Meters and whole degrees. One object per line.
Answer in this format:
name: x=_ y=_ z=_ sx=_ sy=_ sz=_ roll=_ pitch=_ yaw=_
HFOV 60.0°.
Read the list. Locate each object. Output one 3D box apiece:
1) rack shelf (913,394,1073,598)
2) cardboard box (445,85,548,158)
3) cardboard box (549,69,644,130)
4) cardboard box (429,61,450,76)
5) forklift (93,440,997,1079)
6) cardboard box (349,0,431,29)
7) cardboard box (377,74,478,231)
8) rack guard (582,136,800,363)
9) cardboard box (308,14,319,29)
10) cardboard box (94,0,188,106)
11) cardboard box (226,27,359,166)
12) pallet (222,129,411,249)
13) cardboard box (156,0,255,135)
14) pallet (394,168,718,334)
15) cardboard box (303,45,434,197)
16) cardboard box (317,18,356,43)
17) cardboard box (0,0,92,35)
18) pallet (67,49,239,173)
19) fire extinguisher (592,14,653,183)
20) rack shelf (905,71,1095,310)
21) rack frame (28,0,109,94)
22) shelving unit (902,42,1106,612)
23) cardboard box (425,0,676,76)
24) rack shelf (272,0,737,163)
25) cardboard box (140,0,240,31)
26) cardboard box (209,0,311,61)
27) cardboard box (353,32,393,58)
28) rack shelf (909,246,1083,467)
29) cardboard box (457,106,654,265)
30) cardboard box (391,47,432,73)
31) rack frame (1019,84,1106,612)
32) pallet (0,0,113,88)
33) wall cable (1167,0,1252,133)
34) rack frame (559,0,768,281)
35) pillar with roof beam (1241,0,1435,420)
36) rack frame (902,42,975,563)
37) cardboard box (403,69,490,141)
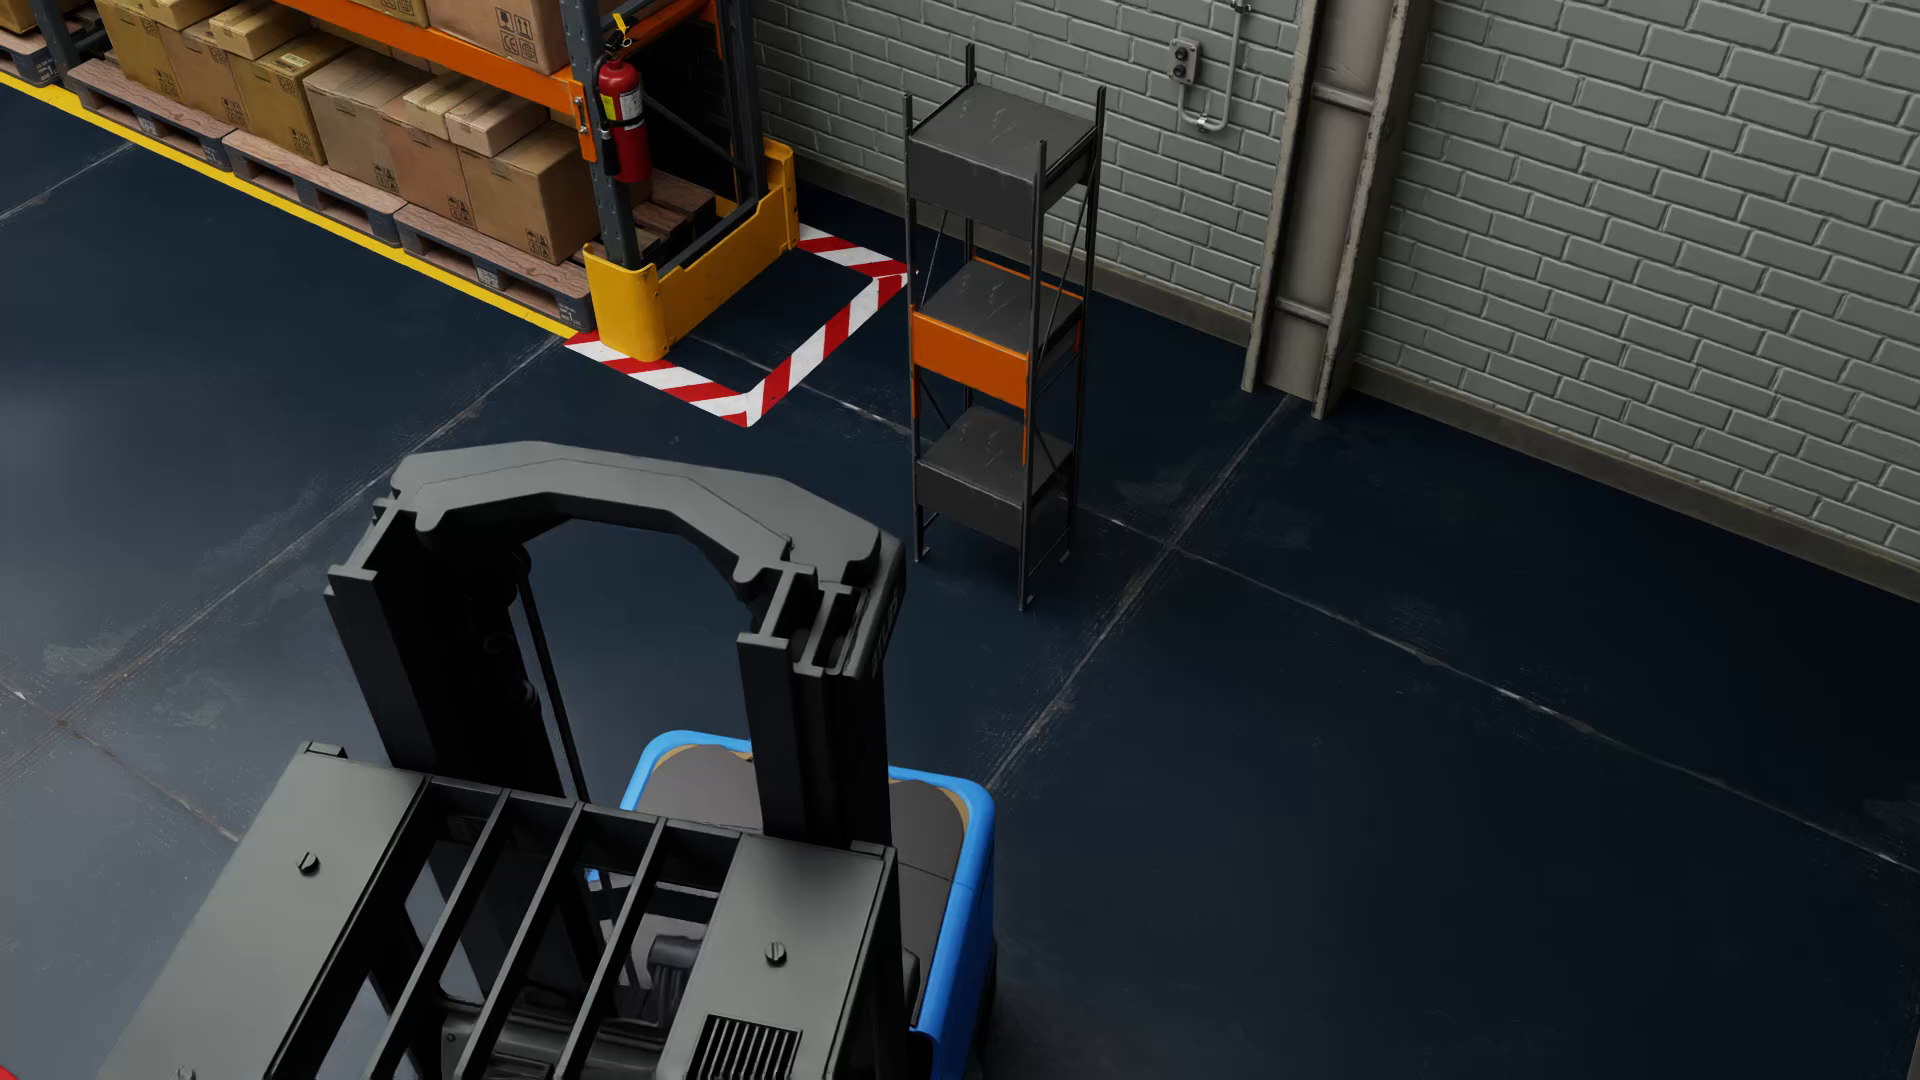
rack shelf: x=0.139 y=-0.170 z=6.446 sx=0.480 sy=0.518 sz=0.431 roll=25 pitch=51 yaw=22
cardboard box: x=-2.091 y=-1.911 z=7.513 sx=0.250 sy=0.149 sz=0.380 roll=24 pitch=51 yaw=22
cardboard box: x=-1.672 y=-2.044 z=7.642 sx=0.250 sy=0.149 sz=0.380 roll=25 pitch=51 yaw=22
cardboard box: x=-2.309 y=-2.336 z=7.927 sx=0.250 sy=0.149 sz=0.380 roll=25 pitch=51 yaw=22
forklift: x=-0.698 y=1.363 z=3.382 sx=1.130 sy=2.935 sz=3.031 roll=9 pitch=46 yaw=8
cardboard box: x=-2.295 y=-2.830 z=7.199 sx=0.700 sy=0.700 sz=0.980 roll=24 pitch=51 yaw=22
cardboard box: x=-2.306 y=-1.939 z=7.993 sx=0.500 sy=0.500 sz=0.700 roll=25 pitch=51 yaw=22
rack guard: x=-1.221 y=-1.379 z=7.741 sx=0.348 sy=0.500 sz=1.175 roll=25 pitch=51 yaw=22
cardboard box: x=-3.170 y=-2.731 z=8.310 sx=0.250 sy=0.149 sz=0.380 roll=25 pitch=51 yaw=22
cardboard box: x=-4.034 y=-2.732 z=8.763 sx=0.500 sy=0.500 sz=0.700 roll=25 pitch=51 yaw=23
cardboard box: x=-3.183 y=-2.335 z=8.378 sx=0.500 sy=0.500 sz=0.700 roll=26 pitch=51 yaw=23
pallet: x=-2.980 y=-2.023 z=8.568 sx=1.213 sy=0.211 sz=1.003 roll=25 pitch=51 yaw=22
cardboard box: x=-3.613 y=-2.535 z=8.572 sx=0.500 sy=0.500 sz=0.700 roll=24 pitch=51 yaw=22
pallet: x=-1.957 y=-1.550 z=8.109 sx=1.213 sy=0.211 sz=1.003 roll=25 pitch=51 yaw=22
cardboard box: x=-2.730 y=-2.133 z=8.181 sx=0.500 sy=0.500 sz=0.700 roll=23 pitch=50 yaw=21
cardboard box: x=-2.953 y=-2.632 z=8.214 sx=0.250 sy=0.149 sz=0.380 roll=24 pitch=50 yaw=21
cardboard box: x=-5.226 y=-3.378 z=9.147 sx=0.750 sy=0.750 sz=0.750 roll=25 pitch=51 yaw=23
pallet: x=-4.011 y=-2.495 z=9.027 sx=1.213 sy=0.211 sz=1.003 roll=25 pitch=51 yaw=22
fire extinguisher: x=-1.364 y=-1.765 z=6.688 sx=0.183 sy=0.674 sz=0.296 roll=25 pitch=51 yaw=22
rack shelf: x=0.139 y=-1.146 z=5.442 sx=0.480 sy=0.518 sz=0.431 roll=25 pitch=51 yaw=22
rack frame: x=-4.609 y=-3.808 z=8.359 sx=0.127 sy=3.000 sz=1.000 roll=25 pitch=51 yaw=22
shelving unit: x=0.139 y=-0.668 z=5.935 sx=0.503 sy=2.100 sz=0.431 roll=25 pitch=51 yaw=22
cardboard box: x=-1.676 y=-2.555 z=6.932 sx=0.700 sy=0.700 sz=0.980 roll=27 pitch=52 yaw=24
rack shelf: x=-2.925 y=-2.783 z=7.864 sx=4.000 sy=0.370 sz=1.077 roll=25 pitch=51 yaw=22
cardboard box: x=-3.845 y=-2.715 z=8.295 sx=0.250 sy=0.149 sz=0.380 roll=26 pitch=51 yaw=23
cardboard box: x=-3.405 y=-2.513 z=8.098 sx=0.250 sy=0.149 sz=0.380 roll=23 pitch=50 yaw=21
cardboard box: x=-2.740 y=-2.533 z=8.118 sx=0.250 sy=0.149 sz=0.380 roll=25 pitch=51 yaw=22
rack shelf: x=0.139 y=-0.658 z=5.944 sx=0.480 sy=0.518 sz=0.431 roll=25 pitch=51 yaw=22
cardboard box: x=-1.885 y=-1.745 z=7.804 sx=0.500 sy=0.500 sz=0.700 roll=25 pitch=51 yaw=22
cardboard box: x=-2.523 y=-2.434 z=8.022 sx=0.250 sy=0.149 sz=0.380 roll=25 pitch=51 yaw=23
rack frame: x=0.345 y=-0.573 z=5.843 sx=0.015 sy=2.100 sz=0.400 roll=25 pitch=51 yaw=22
pallet: x=-5.299 y=-3.089 z=9.605 sx=1.213 sy=0.211 sz=1.003 roll=25 pitch=51 yaw=22
wall cable: x=0.347 y=-2.689 z=6.563 sx=1.851 sy=1.984 sz=0.084 roll=25 pitch=51 yaw=22
rack frame: x=-1.242 y=-2.259 z=6.854 sx=0.127 sy=3.000 sz=1.000 roll=25 pitch=51 yaw=22
pillar with roof beam: x=-0.826 y=-1.228 z=1.669 sx=0.400 sy=9.000 sz=9.100 roll=25 pitch=51 yaw=22
rack frame: x=-0.066 y=-0.762 z=6.026 sx=0.015 sy=2.100 sz=0.400 roll=25 pitch=51 yaw=22
cardboard box: x=-2.307 y=-2.009 z=7.609 sx=0.250 sy=0.149 sz=0.380 roll=26 pitch=51 yaw=23
